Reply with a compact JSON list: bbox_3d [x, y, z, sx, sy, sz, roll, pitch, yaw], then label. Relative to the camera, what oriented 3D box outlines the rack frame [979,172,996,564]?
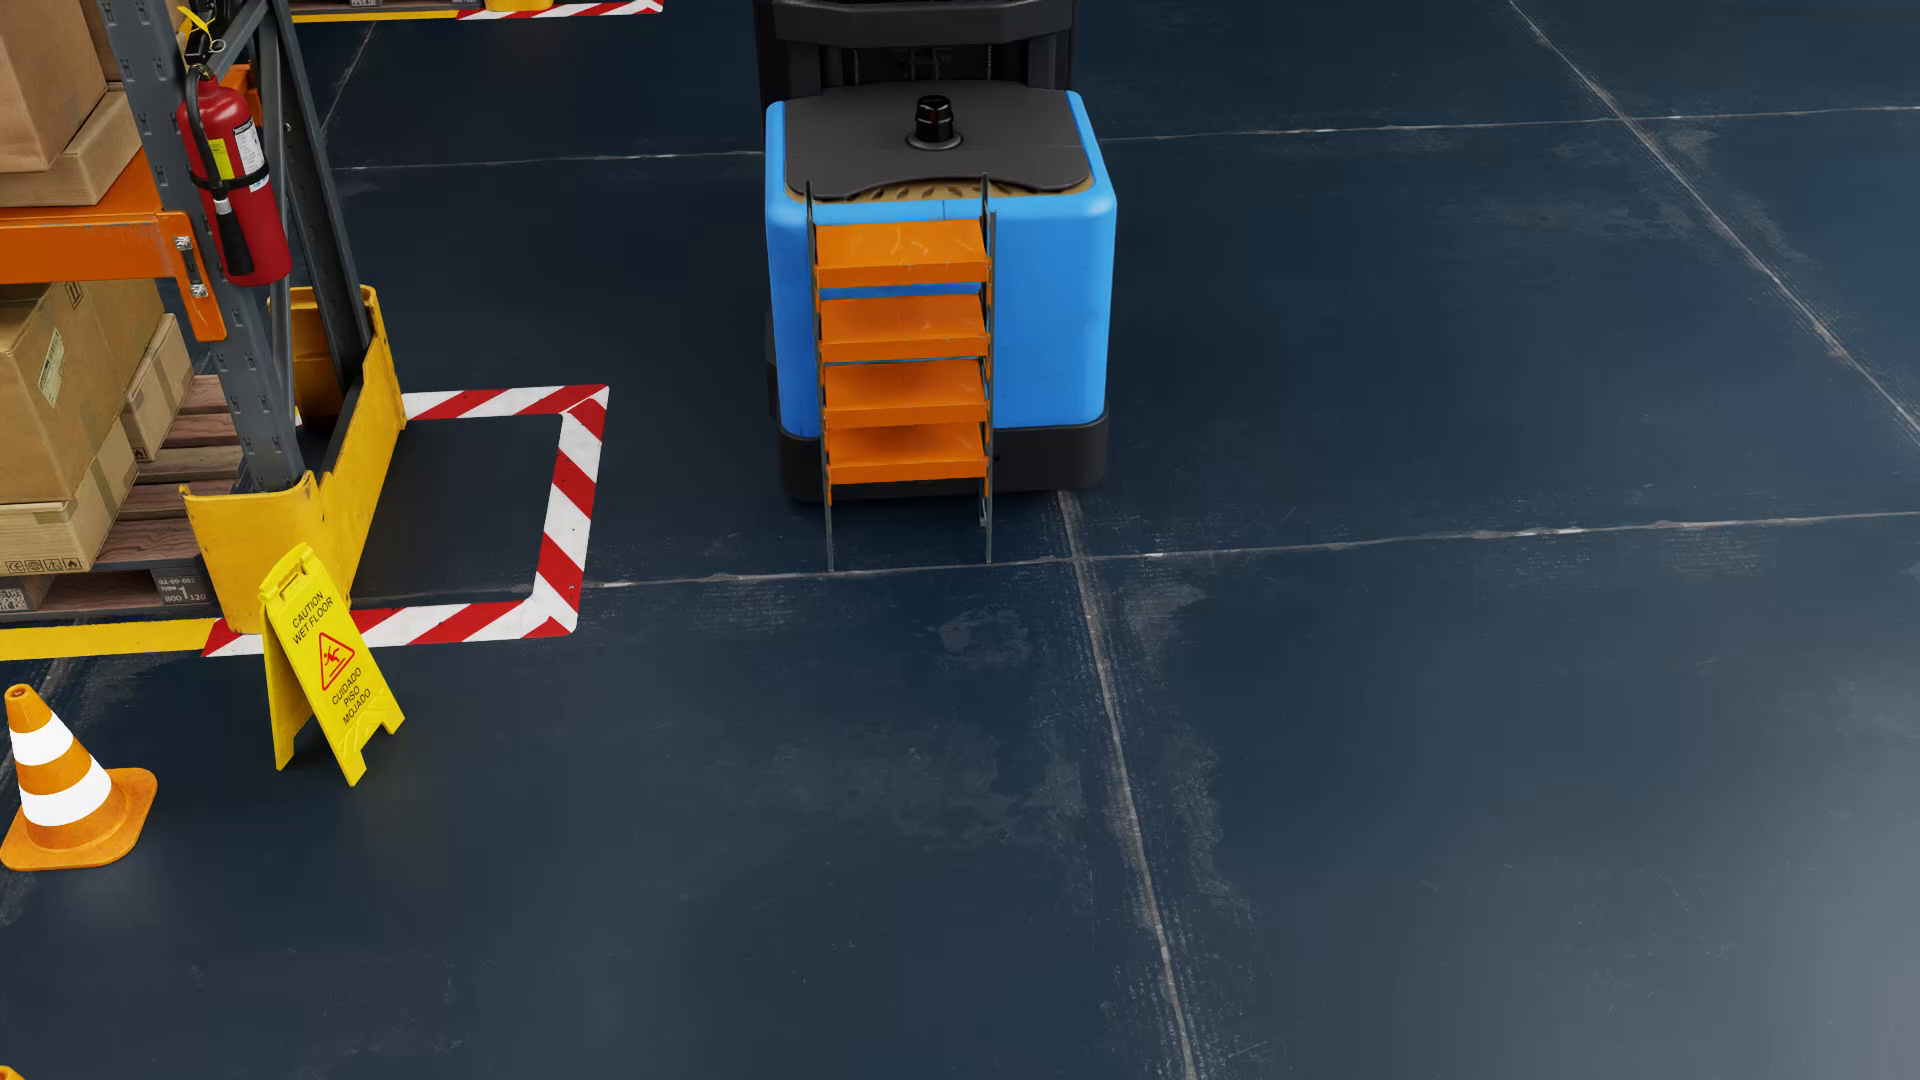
[{"bbox_3d":[0.079,-0.472,4.879,0.015,1.200,0.240,-3,38,-4],"label":"rack frame"}]

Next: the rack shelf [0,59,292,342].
[{"bbox_3d":[-3.964,-0.877,4.520,4.000,0.370,1.077,-3,38,-4],"label":"rack shelf"}]

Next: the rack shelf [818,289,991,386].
[{"bbox_3d":[-0.164,-0.581,4.765,0.480,0.148,0.258,-3,38,-4],"label":"rack shelf"}]

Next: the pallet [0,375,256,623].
[{"bbox_3d":[-2.860,-0.147,5.266,1.213,0.211,1.003,-3,38,-4],"label":"pallet"}]

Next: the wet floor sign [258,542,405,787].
[{"bbox_3d":[-1.688,0.305,4.342,0.232,0.644,0.267,9,39,12],"label":"wet floor sign"}]

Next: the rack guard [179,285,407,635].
[{"bbox_3d":[-2.048,-0.283,5.205,0.348,0.500,1.175,-3,38,-4],"label":"rack guard"}]

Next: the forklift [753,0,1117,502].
[{"bbox_3d":[-0.174,-2.171,5.636,1.130,2.935,3.031,-3,38,-4],"label":"forklift"}]

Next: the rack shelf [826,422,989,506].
[{"bbox_3d":[-0.164,-0.250,5.027,0.480,0.148,0.258,-3,38,-4],"label":"rack shelf"}]

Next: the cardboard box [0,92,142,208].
[{"bbox_3d":[-2.326,-1.018,4.321,0.250,0.149,0.380,-2,38,-2],"label":"cardboard box"}]

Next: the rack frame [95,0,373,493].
[{"bbox_3d":[-1.972,-1.269,4.436,0.127,3.000,1.000,-3,38,-4],"label":"rack frame"}]

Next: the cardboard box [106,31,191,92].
[{"bbox_3d":[-2.329,-1.279,4.652,0.250,0.149,0.380,-3,38,-4],"label":"cardboard box"}]

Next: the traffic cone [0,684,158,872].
[{"bbox_3d":[-2.286,0.547,4.184,0.334,0.463,0.336,-3,38,-4],"label":"traffic cone"}]

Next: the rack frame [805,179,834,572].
[{"bbox_3d":[-0.407,-0.445,4.845,0.015,1.200,0.240,-3,38,-4],"label":"rack frame"}]

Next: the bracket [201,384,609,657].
[{"bbox_3d":[-1.724,-0.110,5.390,1.079,0.001,1.378,-3,38,-4],"label":"bracket"}]

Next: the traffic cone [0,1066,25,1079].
[{"bbox_3d":[-1.849,1.213,3.339,0.334,0.463,0.336,-3,38,-4],"label":"traffic cone"}]

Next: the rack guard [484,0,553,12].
[{"bbox_3d":[-2.392,-3.351,9.094,0.348,0.500,1.175,-3,38,-4],"label":"rack guard"}]

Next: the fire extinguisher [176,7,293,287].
[{"bbox_3d":[-1.818,-0.960,4.108,0.183,0.674,0.296,-3,38,-4],"label":"fire extinguisher"}]

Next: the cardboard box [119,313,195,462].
[{"bbox_3d":[-2.800,-0.481,5.318,0.500,0.250,0.500,-3,38,-4],"label":"cardboard box"}]

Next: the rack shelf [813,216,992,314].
[{"bbox_3d":[-0.164,-0.767,4.619,0.480,0.148,0.258,-3,38,-4],"label":"rack shelf"}]

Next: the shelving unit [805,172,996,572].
[{"bbox_3d":[-0.164,-0.458,4.862,0.503,1.200,0.258,-3,38,-4],"label":"shelving unit"}]

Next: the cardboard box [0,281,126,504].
[{"bbox_3d":[-2.747,-0.444,4.666,0.500,0.500,0.500,-3,38,-4],"label":"cardboard box"}]
